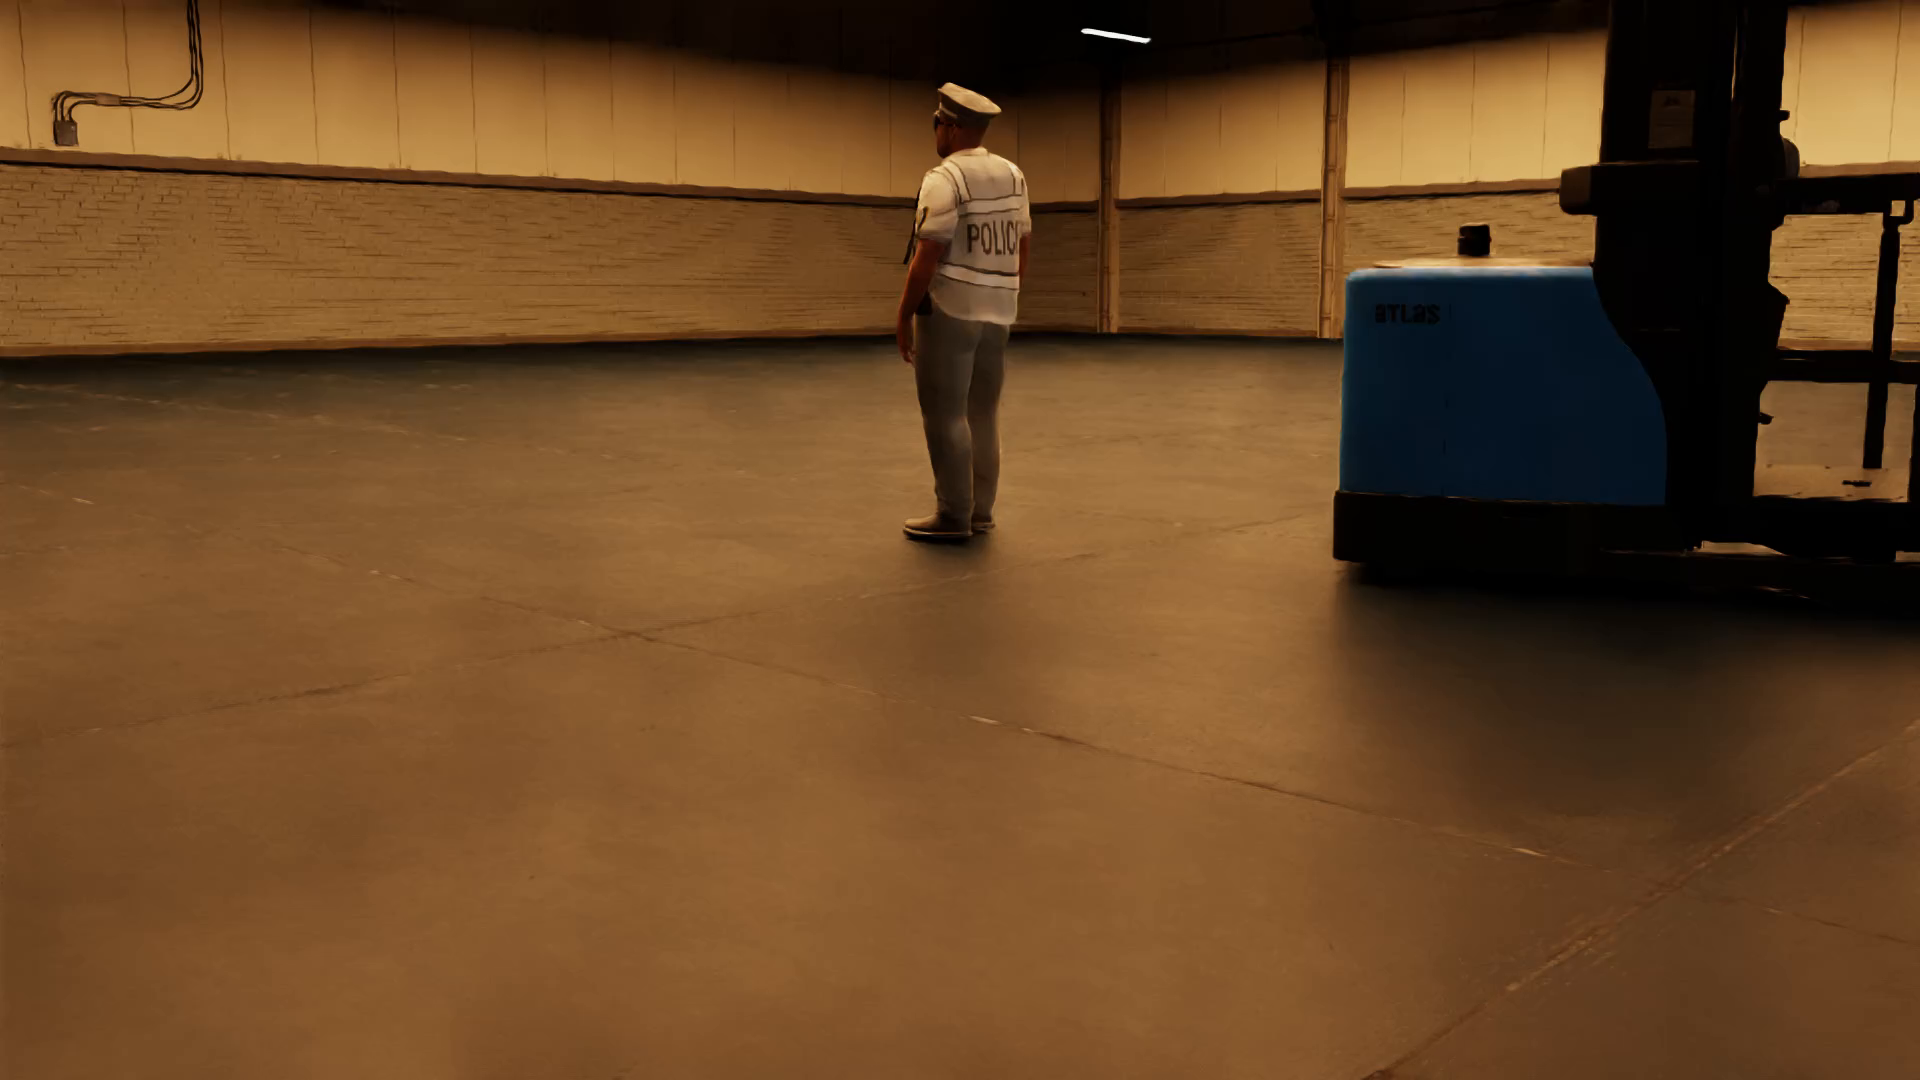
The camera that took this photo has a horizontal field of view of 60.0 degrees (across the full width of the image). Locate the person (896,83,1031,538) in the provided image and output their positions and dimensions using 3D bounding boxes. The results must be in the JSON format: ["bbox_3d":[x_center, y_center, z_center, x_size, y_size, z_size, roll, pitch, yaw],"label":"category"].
[{"bbox_3d":[-0.048,-0.898,6.645,0.574,1.781,0.640,8,12,43],"label":"person"}]

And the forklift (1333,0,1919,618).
[{"bbox_3d":[2.878,-1.299,5.498,3.031,2.935,1.130,3,9,21],"label":"forklift"}]
